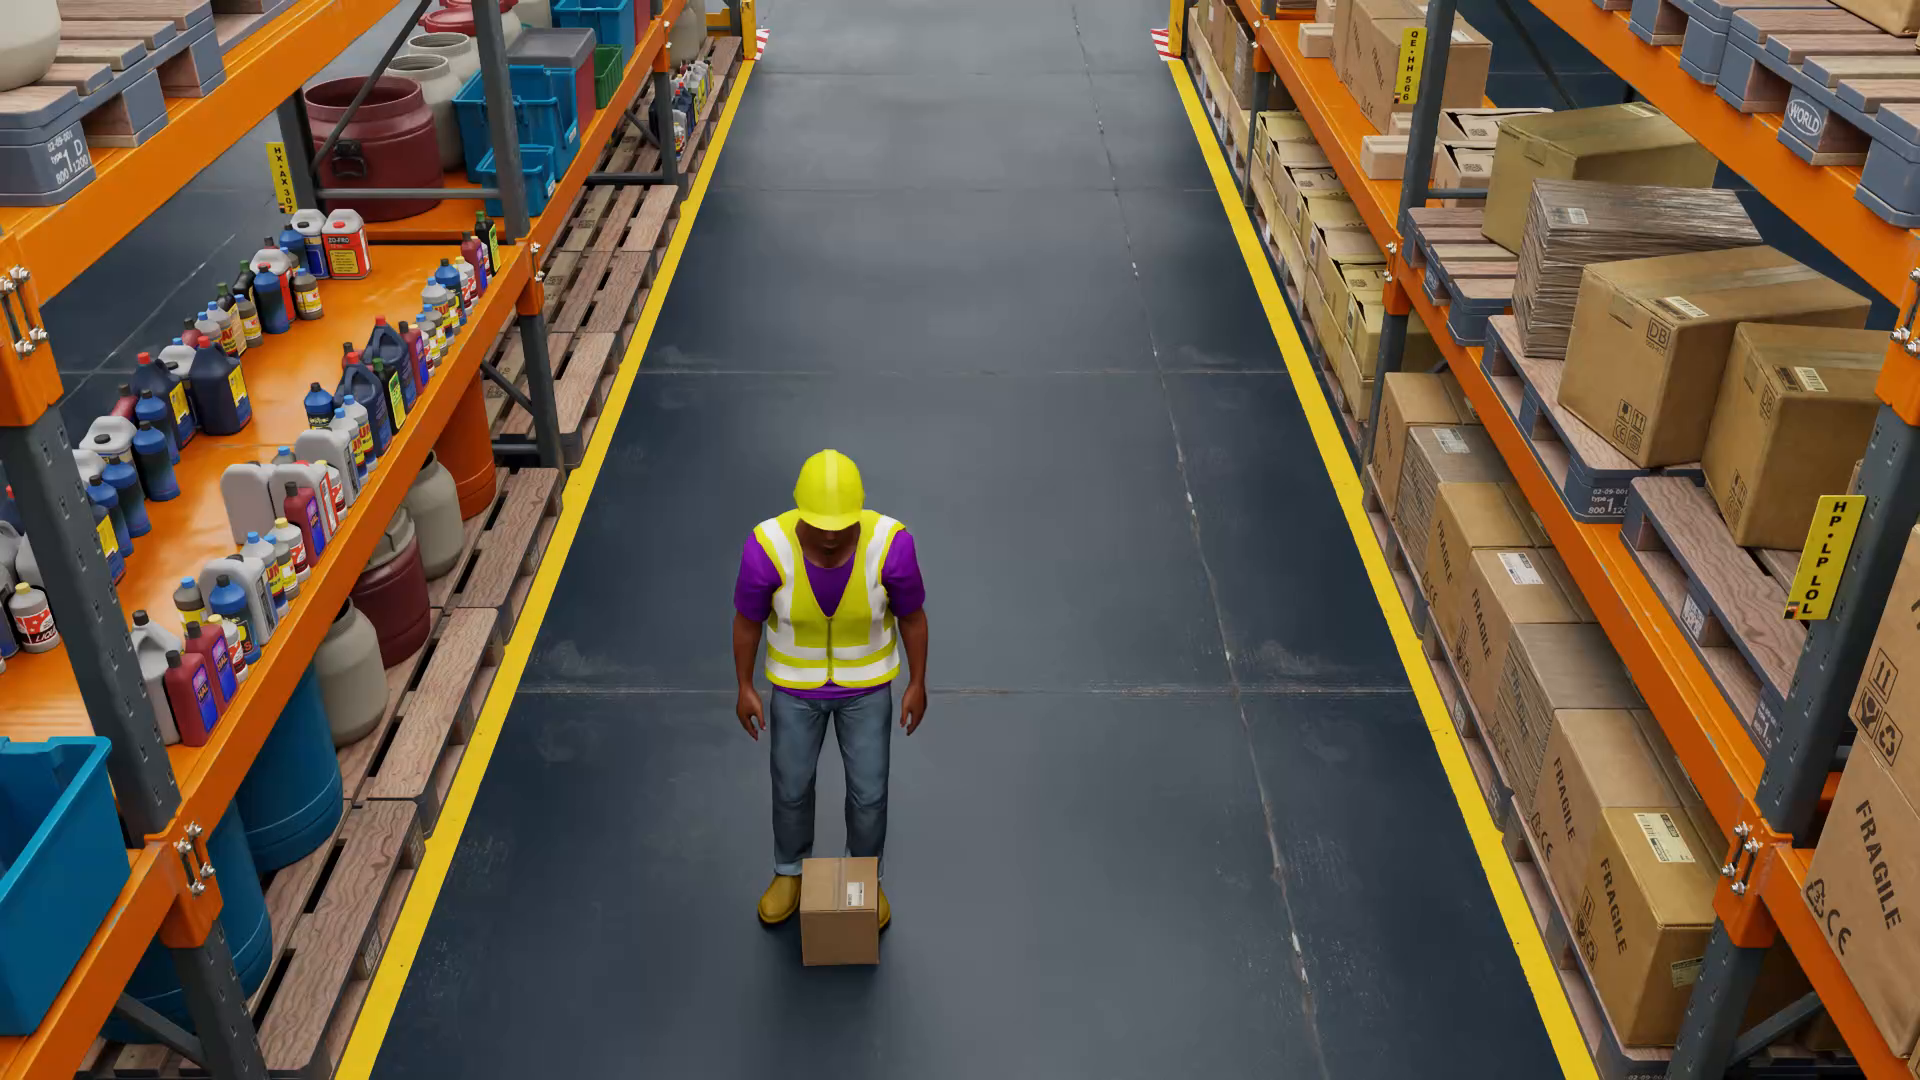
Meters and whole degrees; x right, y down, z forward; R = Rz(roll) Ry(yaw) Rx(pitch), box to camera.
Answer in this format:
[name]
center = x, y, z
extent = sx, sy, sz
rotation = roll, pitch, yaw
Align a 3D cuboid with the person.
[person]
center = -0.410, 0.474, 5.340
extent = 0.623, 1.759, 0.462
rotation = -1, 31, -2
